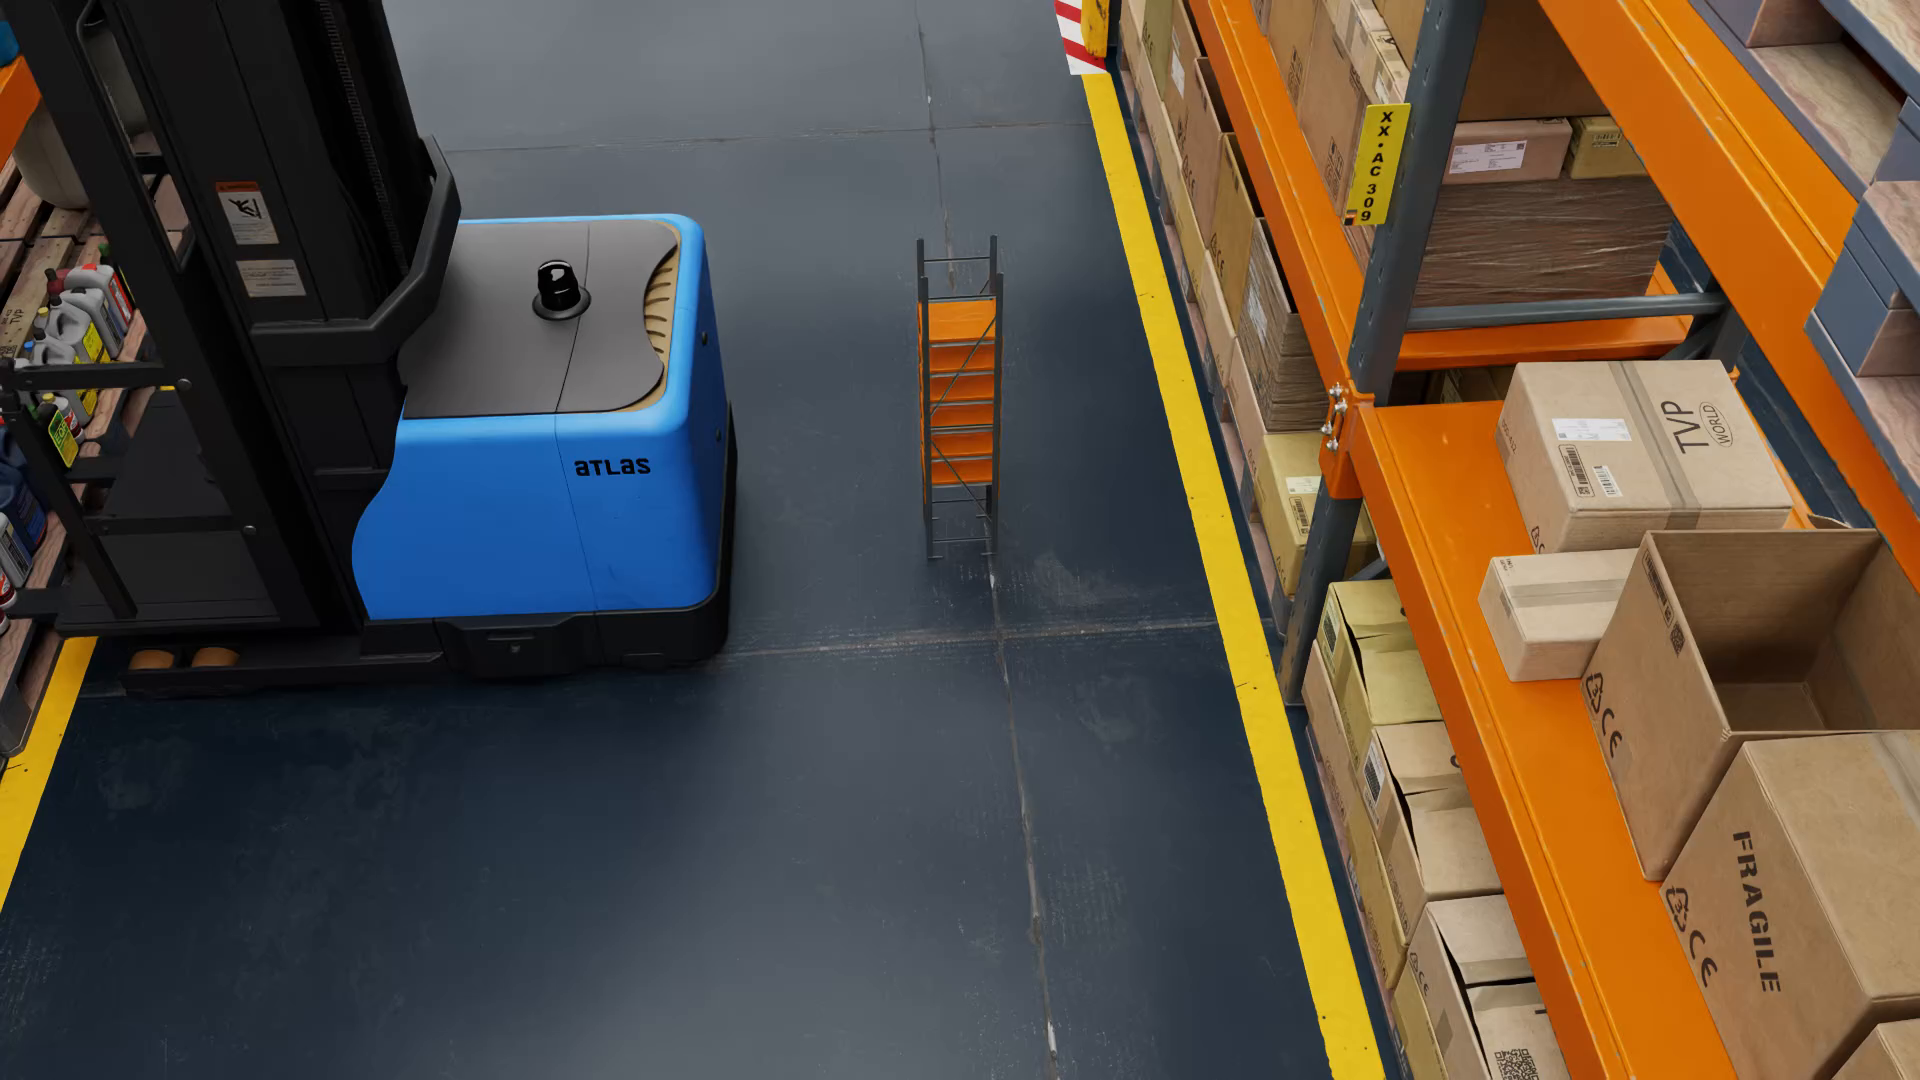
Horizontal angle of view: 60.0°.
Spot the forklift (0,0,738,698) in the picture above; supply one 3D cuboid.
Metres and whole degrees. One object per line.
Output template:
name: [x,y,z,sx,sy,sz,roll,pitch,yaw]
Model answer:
forklift: [-2.285,-0.902,4.586,3.031,2.935,1.130,-2,47,-2]

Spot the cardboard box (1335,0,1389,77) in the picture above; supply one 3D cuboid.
cardboard box: [1.238,-1.385,4.480,0.380,0.149,0.250,-5,47,-4]

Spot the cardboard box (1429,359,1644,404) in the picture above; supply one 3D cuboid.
cardboard box: [1.791,-0.387,5.139,0.500,0.500,0.500,-3,47,-3]

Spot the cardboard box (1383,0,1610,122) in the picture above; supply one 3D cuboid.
cardboard box: [1.474,-1.377,4.026,0.700,0.500,0.500,-3,47,-3]

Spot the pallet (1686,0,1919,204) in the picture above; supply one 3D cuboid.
pallet: [1.604,-0.904,2.606,0.805,0.209,1.217,-5,47,-5]

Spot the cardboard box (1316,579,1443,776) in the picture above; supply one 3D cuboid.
cardboard box: [1.304,0.347,4.574,0.500,0.311,0.500,-3,47,-3]

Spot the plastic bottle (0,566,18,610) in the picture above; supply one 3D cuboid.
plastic bottle: [-3.026,0.129,5.186,0.097,0.201,0.097,0,47,0]

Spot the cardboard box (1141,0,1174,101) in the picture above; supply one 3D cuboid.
cardboard box: [1.050,-2.164,6.821,0.500,0.500,0.500,-3,47,-3]

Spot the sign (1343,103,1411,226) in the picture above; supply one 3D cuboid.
sign: [0.964,-0.866,3.853,0.100,0.325,0.005,-3,47,-3]

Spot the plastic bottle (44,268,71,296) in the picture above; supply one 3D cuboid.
plastic bottle: [-3.275,-0.896,6.100,0.061,0.283,0.133,-3,47,-3]

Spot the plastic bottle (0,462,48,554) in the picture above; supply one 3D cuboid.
plastic bottle: [-3.073,-0.127,5.326,0.144,0.351,0.185,-2,47,-2]

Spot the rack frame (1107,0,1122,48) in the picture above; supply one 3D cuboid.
rack frame: [1.183,-3.470,6.970,1.000,3.000,0.127,-3,47,-3]

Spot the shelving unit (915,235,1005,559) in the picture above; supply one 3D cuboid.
shelving unit: [-0.001,-0.423,5.324,0.258,1.200,0.189,-3,47,-3]

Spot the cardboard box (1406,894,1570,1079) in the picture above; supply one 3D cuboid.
cardboard box: [1.385,1.083,3.876,0.500,0.311,0.500,-5,47,-5]

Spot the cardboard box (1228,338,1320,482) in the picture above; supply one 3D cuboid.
cardboard box: [1.229,-0.459,5.724,0.500,0.250,0.500,-3,47,-3]

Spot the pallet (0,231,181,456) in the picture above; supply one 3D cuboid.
pallet: [-3.539,-0.692,6.260,1.003,0.211,1.213,-3,47,-3]

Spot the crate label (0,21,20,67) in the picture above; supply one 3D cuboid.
crate label: [-3.330,-1.869,5.429,0.502,0.435,0.616,-3,47,-3]

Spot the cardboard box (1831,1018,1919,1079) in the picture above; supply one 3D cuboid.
cardboard box: [1.696,1.071,2.601,0.500,0.500,0.500,-6,47,-5]

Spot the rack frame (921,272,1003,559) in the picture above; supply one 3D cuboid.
rack frame: [0.006,-0.357,5.262,0.240,1.200,0.006,-3,47,-3]

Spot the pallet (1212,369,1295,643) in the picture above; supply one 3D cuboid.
pallet: [1.493,-0.195,5.789,1.003,0.211,1.213,-3,47,-3]

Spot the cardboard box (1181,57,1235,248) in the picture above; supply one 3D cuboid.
cardboard box: [1.129,-1.440,6.136,0.500,0.500,0.500,-3,47,-3]

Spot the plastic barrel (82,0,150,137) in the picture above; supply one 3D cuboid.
plastic barrel: [-3.622,-1.989,6.992,0.421,0.512,0.421,0,47,0]

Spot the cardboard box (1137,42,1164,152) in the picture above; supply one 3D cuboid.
cardboard box: [1.051,-1.906,7.094,0.500,0.250,0.500,-3,47,-3]

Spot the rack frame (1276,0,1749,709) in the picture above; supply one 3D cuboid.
rack frame: [1.517,-0.576,4.229,1.000,3.000,0.127,-3,47,-3]

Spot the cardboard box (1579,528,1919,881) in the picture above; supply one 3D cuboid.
cardboard box: [1.610,0.328,3.305,0.500,0.500,0.500,0,47,0]

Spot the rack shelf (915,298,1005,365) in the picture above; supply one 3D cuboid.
rack shelf: [-0.001,-0.640,5.095,0.258,0.103,0.180,-3,47,-3]

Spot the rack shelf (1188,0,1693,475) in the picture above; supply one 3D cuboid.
rack shelf: [1.350,-1.776,5.861,1.077,0.370,4.000,-3,47,-3]

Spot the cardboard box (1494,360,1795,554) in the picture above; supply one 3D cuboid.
cardboard box: [1.602,-0.171,3.949,0.500,0.250,0.500,-1,47,-1]

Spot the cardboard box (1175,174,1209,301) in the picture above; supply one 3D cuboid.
cardboard box: [1.130,-1.182,6.408,0.500,0.250,0.500,-3,47,-3]

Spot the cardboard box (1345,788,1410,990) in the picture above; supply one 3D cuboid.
cardboard box: [1.346,0.902,4.434,0.500,0.250,0.500,-2,47,-2]

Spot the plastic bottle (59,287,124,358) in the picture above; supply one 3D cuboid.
plastic bottle: [-3.158,-0.800,6.014,0.152,0.276,0.135,-5,47,-4]

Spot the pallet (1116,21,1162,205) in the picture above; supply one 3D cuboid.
pallet: [1.288,-1.960,7.461,1.003,0.211,1.213,-3,47,-3]

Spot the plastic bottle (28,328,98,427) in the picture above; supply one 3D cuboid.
plastic bottle: [-3.124,-0.571,5.747,0.144,0.351,0.185,-4,47,-4]

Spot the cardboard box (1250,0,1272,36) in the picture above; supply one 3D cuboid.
cardboard box: [1.341,-2.046,5.553,0.700,0.500,0.500,-2,47,-2]

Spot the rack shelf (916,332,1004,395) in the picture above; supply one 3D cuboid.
rack shelf: [-0.001,-0.558,5.182,0.258,0.103,0.180,-3,47,-3]

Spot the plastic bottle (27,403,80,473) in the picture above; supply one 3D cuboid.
plastic bottle: [-3.061,-0.363,5.595,0.061,0.283,0.133,-2,47,-2]

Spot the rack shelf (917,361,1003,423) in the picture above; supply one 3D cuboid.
rack shelf: [-0.001,-0.475,5.269,0.258,0.103,0.180,-3,47,-3]

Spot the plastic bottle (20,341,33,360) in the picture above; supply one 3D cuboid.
plastic bottle: [-3.257,-0.616,5.891,0.097,0.201,0.097,0,47,0]

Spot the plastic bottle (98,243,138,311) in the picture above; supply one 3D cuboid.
plastic bottle: [-3.135,-1.003,6.202,0.061,0.283,0.133,-2,47,-2]

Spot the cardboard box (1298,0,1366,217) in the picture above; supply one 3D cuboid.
cardboard box: [1.423,-1.312,4.858,0.700,0.500,0.500,-4,47,-4]

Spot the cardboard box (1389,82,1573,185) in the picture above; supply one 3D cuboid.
cardboard box: [1.281,-1.017,4.132,0.380,0.149,0.250,-4,47,-3]

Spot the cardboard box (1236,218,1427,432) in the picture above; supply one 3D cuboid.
cardboard box: [1.231,-0.717,5.452,0.500,0.500,0.500,-3,47,-3]
